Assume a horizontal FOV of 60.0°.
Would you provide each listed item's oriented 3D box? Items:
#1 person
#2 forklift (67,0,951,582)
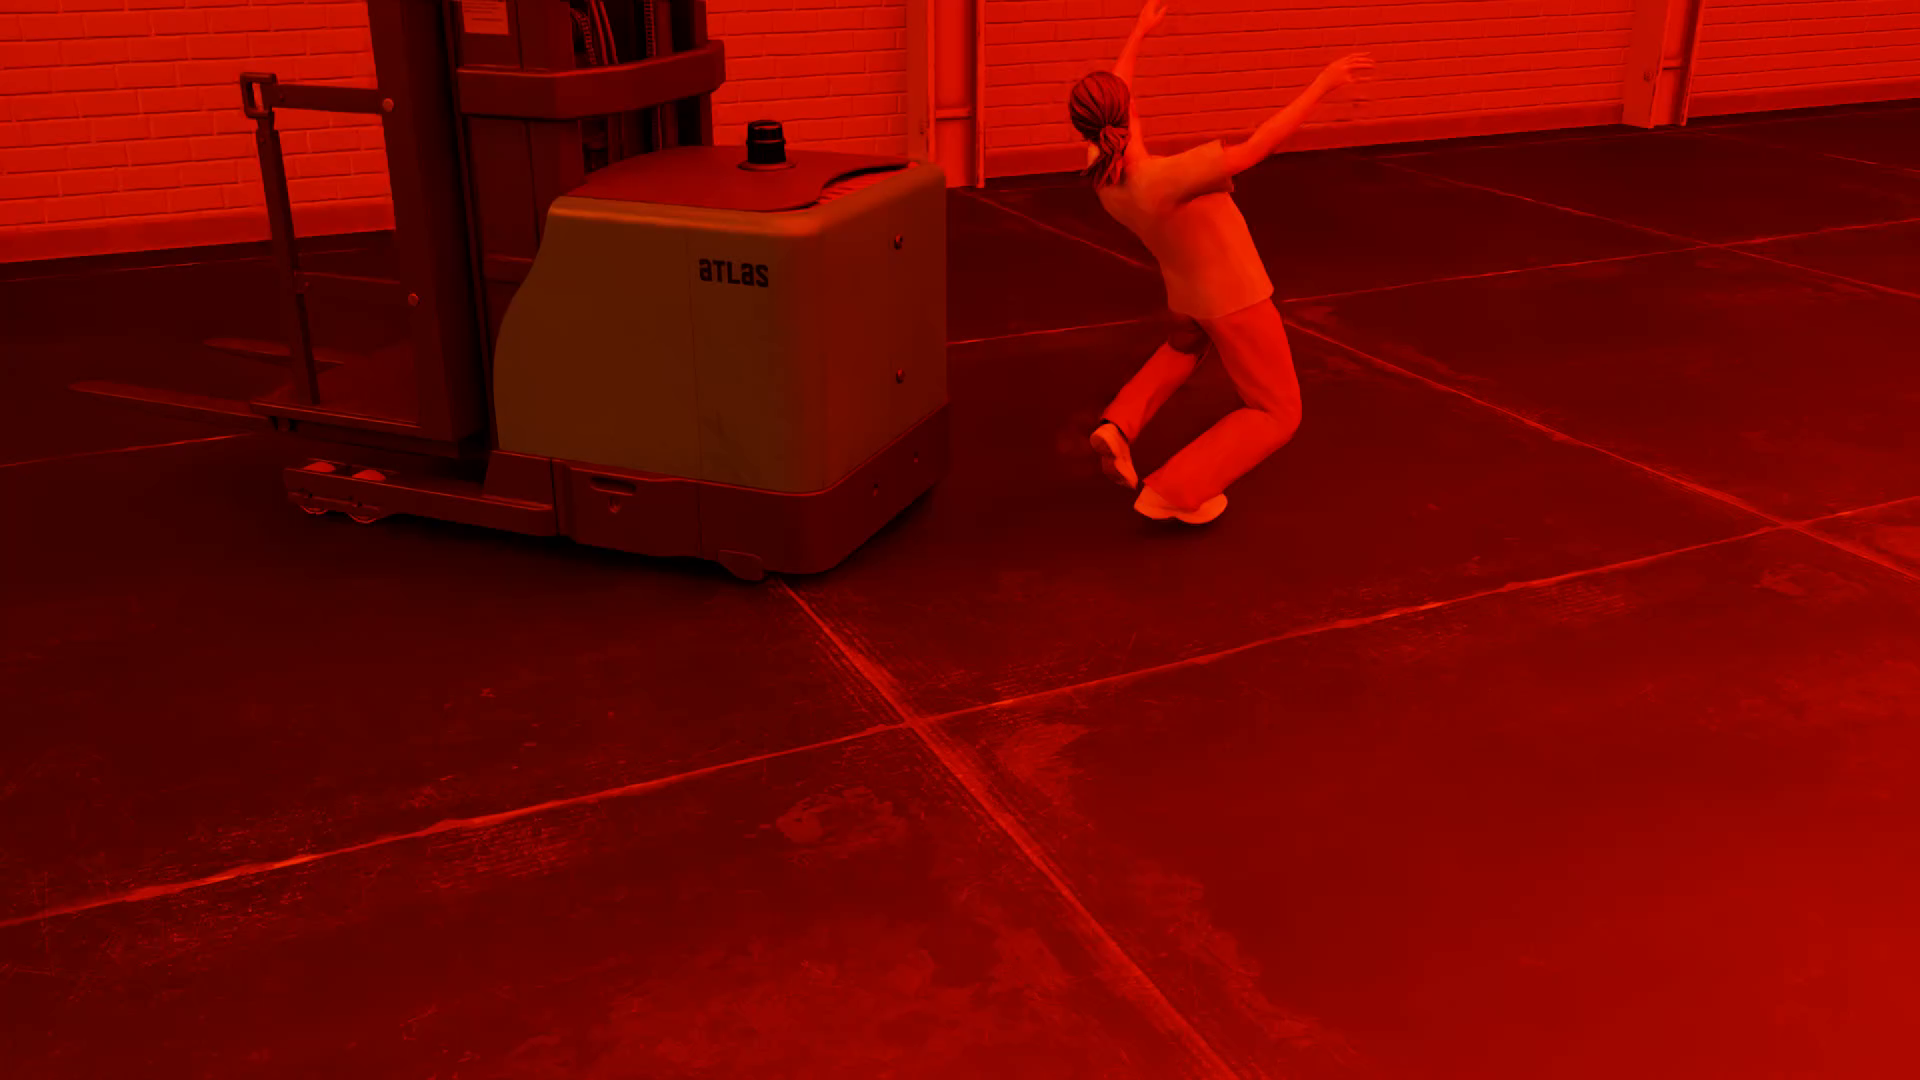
[{"bbox_3d":[0.678,-0.789,4.952,0.691,1.548,0.876,-12,26,-27],"label":"person"},{"bbox_3d":[-1.597,-1.582,5.094,3.031,2.935,1.130,9,24,20],"label":"forklift"}]
